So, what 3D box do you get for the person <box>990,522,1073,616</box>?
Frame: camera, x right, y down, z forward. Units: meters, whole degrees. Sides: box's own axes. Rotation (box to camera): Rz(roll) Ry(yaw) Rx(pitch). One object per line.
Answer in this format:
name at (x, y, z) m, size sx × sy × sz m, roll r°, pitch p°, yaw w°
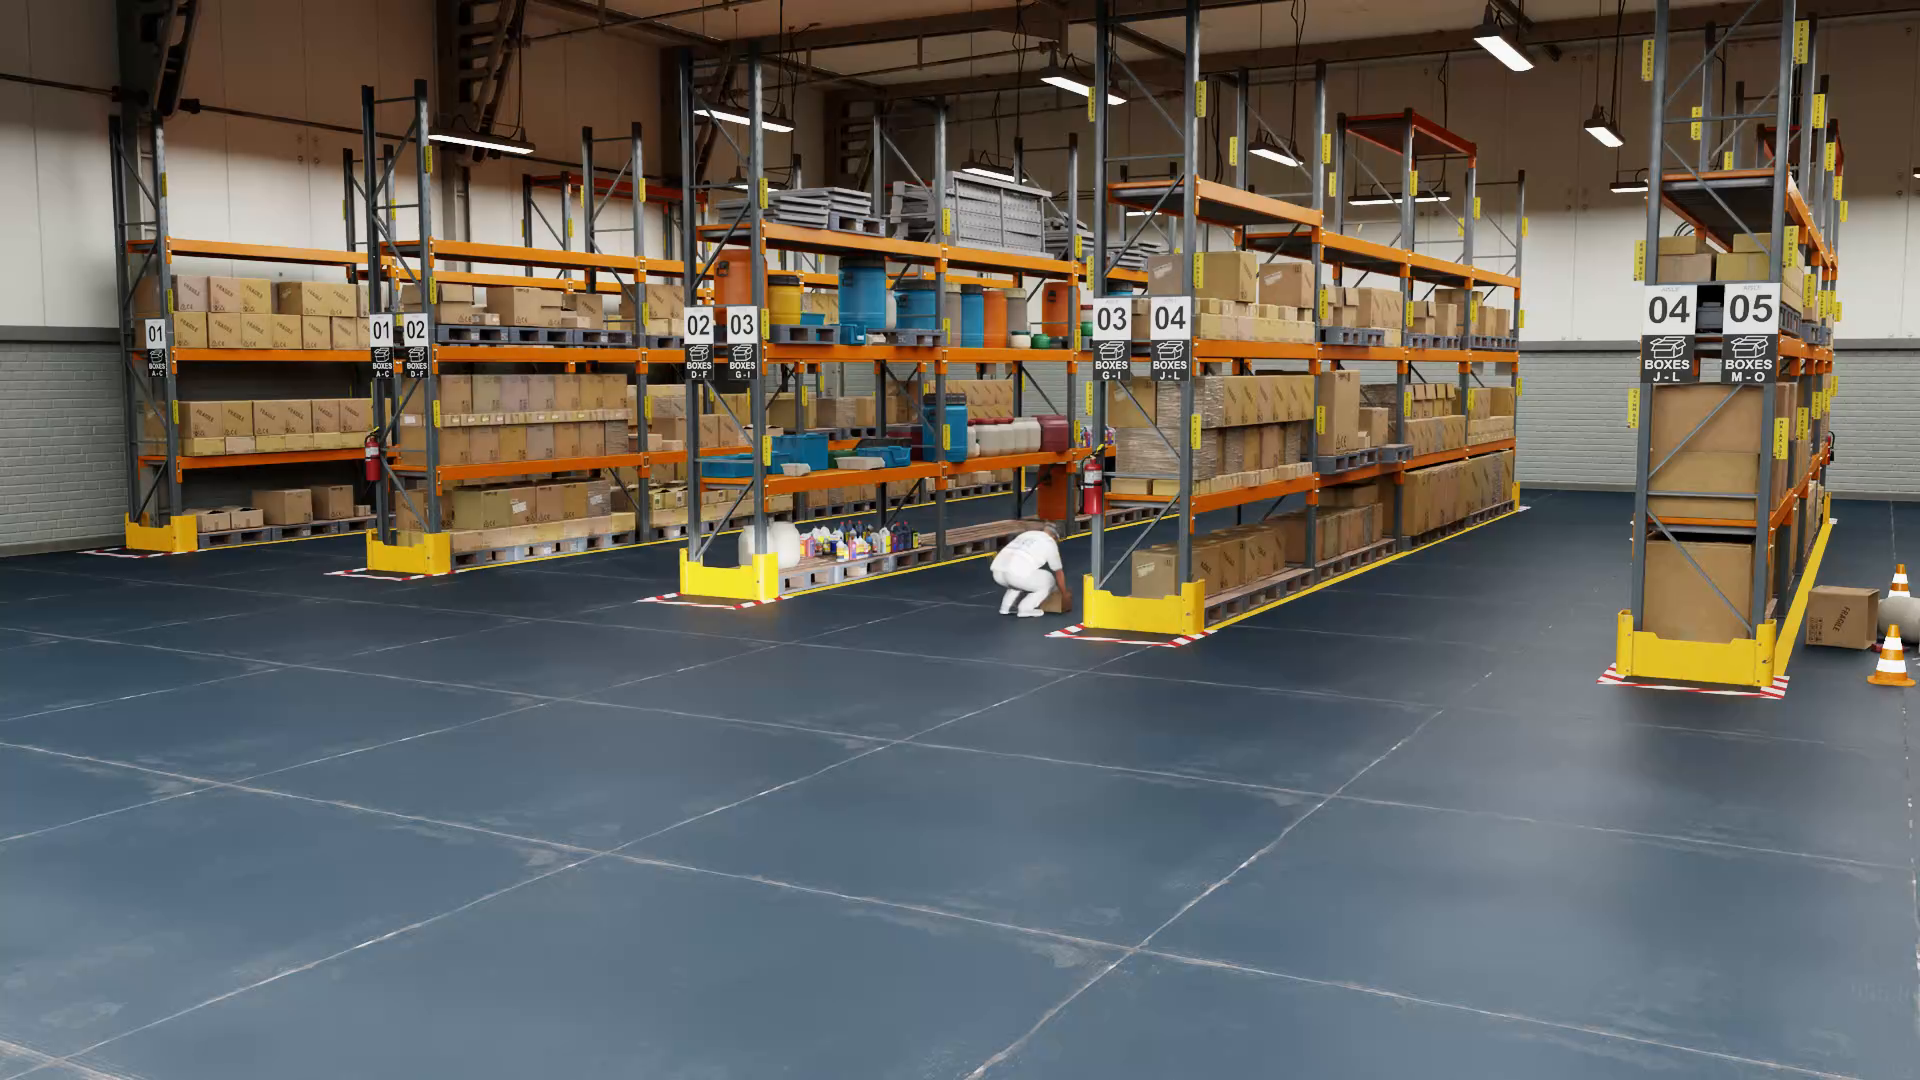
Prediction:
person at (0.738, 0.302, 17.216) m, size 0.954 × 0.931 × 0.559 m, roll -5°, pitch 8°, yaw -40°
